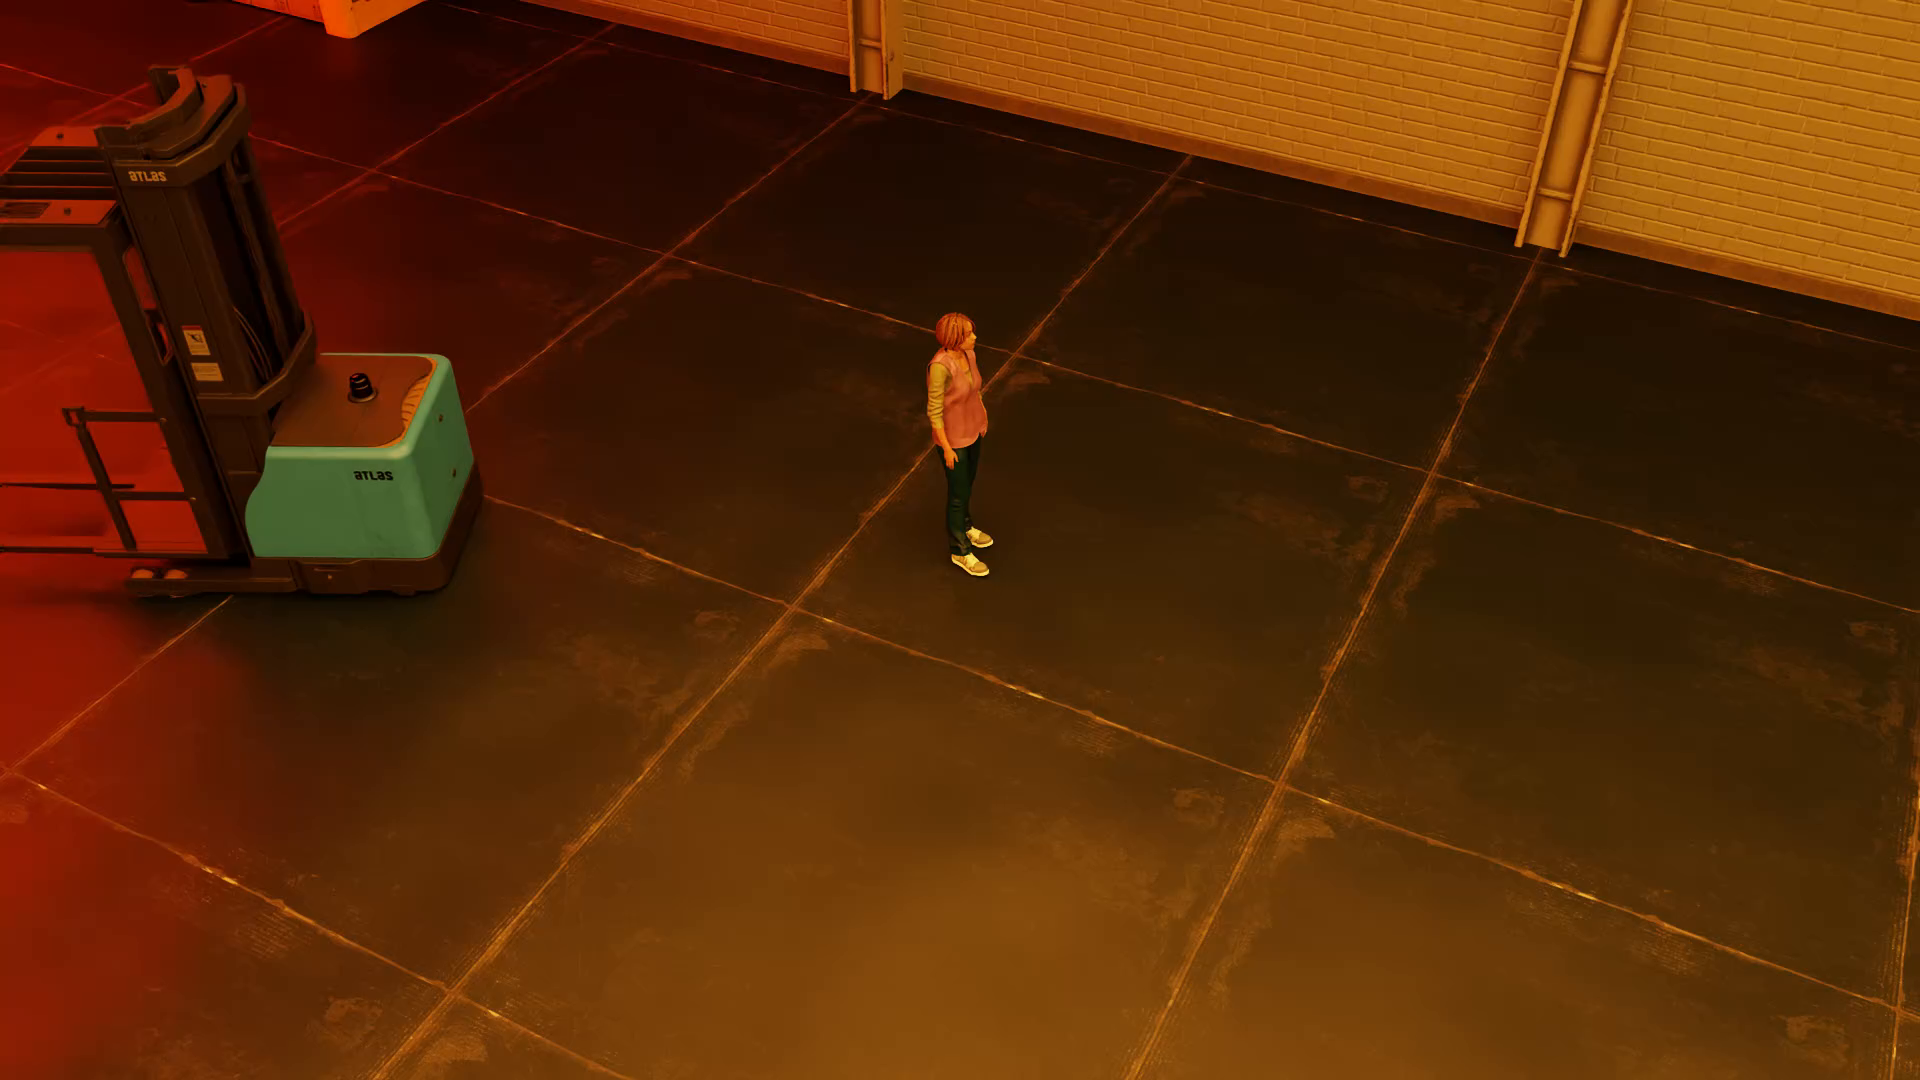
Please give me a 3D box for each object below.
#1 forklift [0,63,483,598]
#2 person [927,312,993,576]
[{"bbox_3d":[-4.538,-1.121,9.318,3.031,2.935,1.130,1,40,1],"label":"forklift"},{"bbox_3d":[0.060,-0.585,9.708,0.473,1.595,0.520,18,43,21],"label":"person"}]
